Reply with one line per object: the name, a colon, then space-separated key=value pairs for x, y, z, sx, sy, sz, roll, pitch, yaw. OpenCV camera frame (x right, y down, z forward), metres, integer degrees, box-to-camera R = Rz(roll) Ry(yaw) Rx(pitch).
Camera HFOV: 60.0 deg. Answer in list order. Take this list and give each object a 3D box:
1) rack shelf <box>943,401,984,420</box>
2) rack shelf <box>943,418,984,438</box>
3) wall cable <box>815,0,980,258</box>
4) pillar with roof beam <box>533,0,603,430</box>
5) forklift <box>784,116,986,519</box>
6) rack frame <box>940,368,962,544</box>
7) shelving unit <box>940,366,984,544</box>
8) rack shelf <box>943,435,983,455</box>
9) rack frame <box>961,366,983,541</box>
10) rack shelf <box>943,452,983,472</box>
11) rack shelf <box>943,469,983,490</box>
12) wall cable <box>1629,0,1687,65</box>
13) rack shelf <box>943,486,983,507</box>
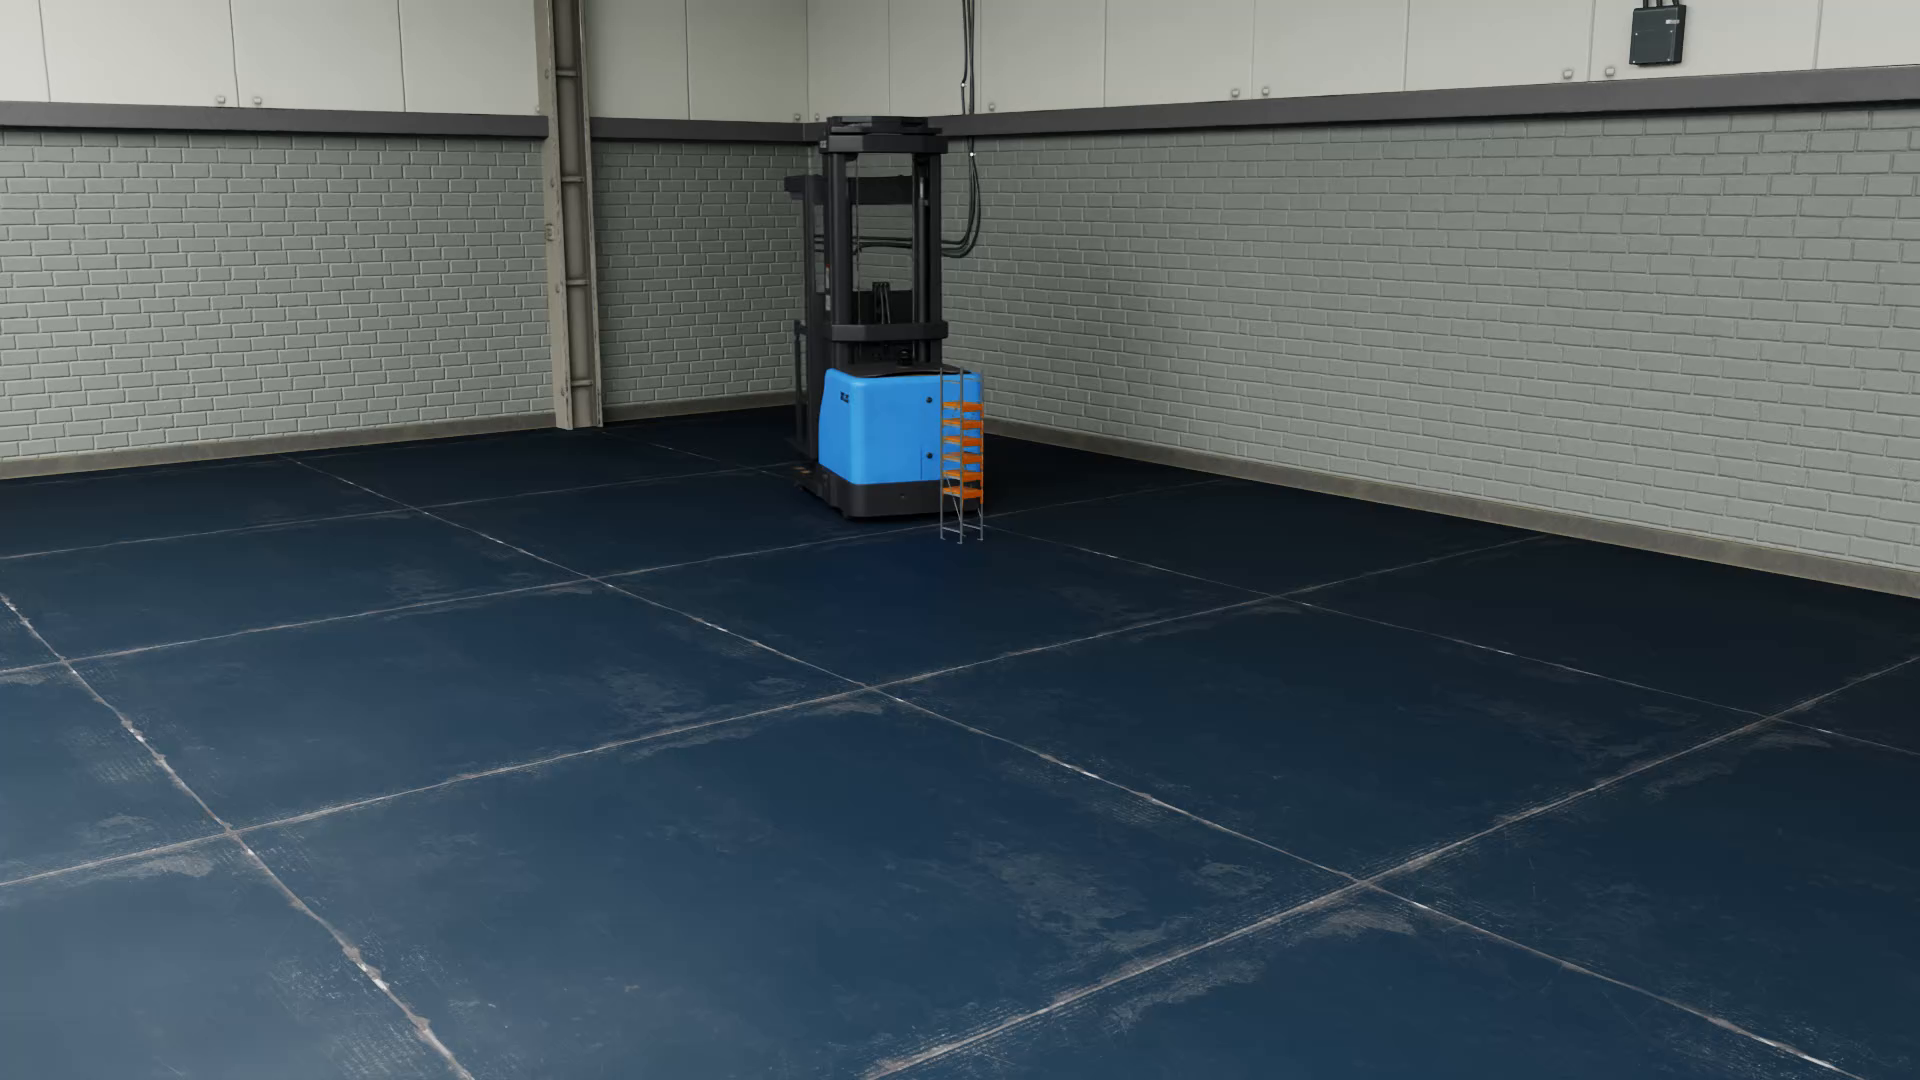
rack shelf: x=0.011 y=-0.897 z=11.447 sx=0.180 sy=0.103 sz=0.258 roll=-9 pitch=15 yaw=-38
rack shelf: x=0.011 y=-0.780 z=11.472 sx=0.180 sy=0.103 sz=0.258 roll=-9 pitch=15 yaw=-38
wall cable: x=-0.798 y=-4.222 z=17.323 sx=0.112 sy=2.526 sz=3.097 roll=-9 pitch=15 yaw=-38
pillar with roof beam: x=-1.235 y=-4.875 z=12.922 sx=0.400 sy=9.000 sz=9.100 roll=-9 pitch=15 yaw=-38
forklift: x=-0.760 y=-1.855 z=13.307 sx=1.130 sy=2.935 sz=3.031 roll=-4 pitch=13 yaw=-18
rack frame: x=-0.060 y=-0.577 z=11.457 sx=0.006 sy=1.200 sz=0.240 roll=-9 pitch=15 yaw=-38
shelving unit: x=0.011 y=-0.589 z=11.513 sx=0.189 sy=1.200 sz=0.258 roll=-9 pitch=15 yaw=-38
rack shelf: x=0.011 y=-0.663 z=11.497 sx=0.180 sy=0.103 sz=0.258 roll=-9 pitch=15 yaw=-38
rack frame: x=0.083 y=-0.601 z=11.569 sx=0.006 sy=1.200 sz=0.240 roll=-9 pitch=15 yaw=-38
rack shelf: x=0.011 y=-0.545 z=11.522 sx=0.180 sy=0.103 sz=0.258 roll=-9 pitch=15 yaw=-38
rack shelf: x=0.011 y=-0.428 z=11.547 sx=0.180 sy=0.103 sz=0.258 roll=-9 pitch=15 yaw=-38
wall cable: x=5.120 y=-5.863 z=9.386 sx=0.169 sy=6.003 sz=2.305 roll=-9 pitch=15 yaw=-38
rack shelf: x=0.011 y=-0.311 z=11.572 sx=0.180 sy=0.103 sz=0.258 roll=-9 pitch=15 yaw=-38
